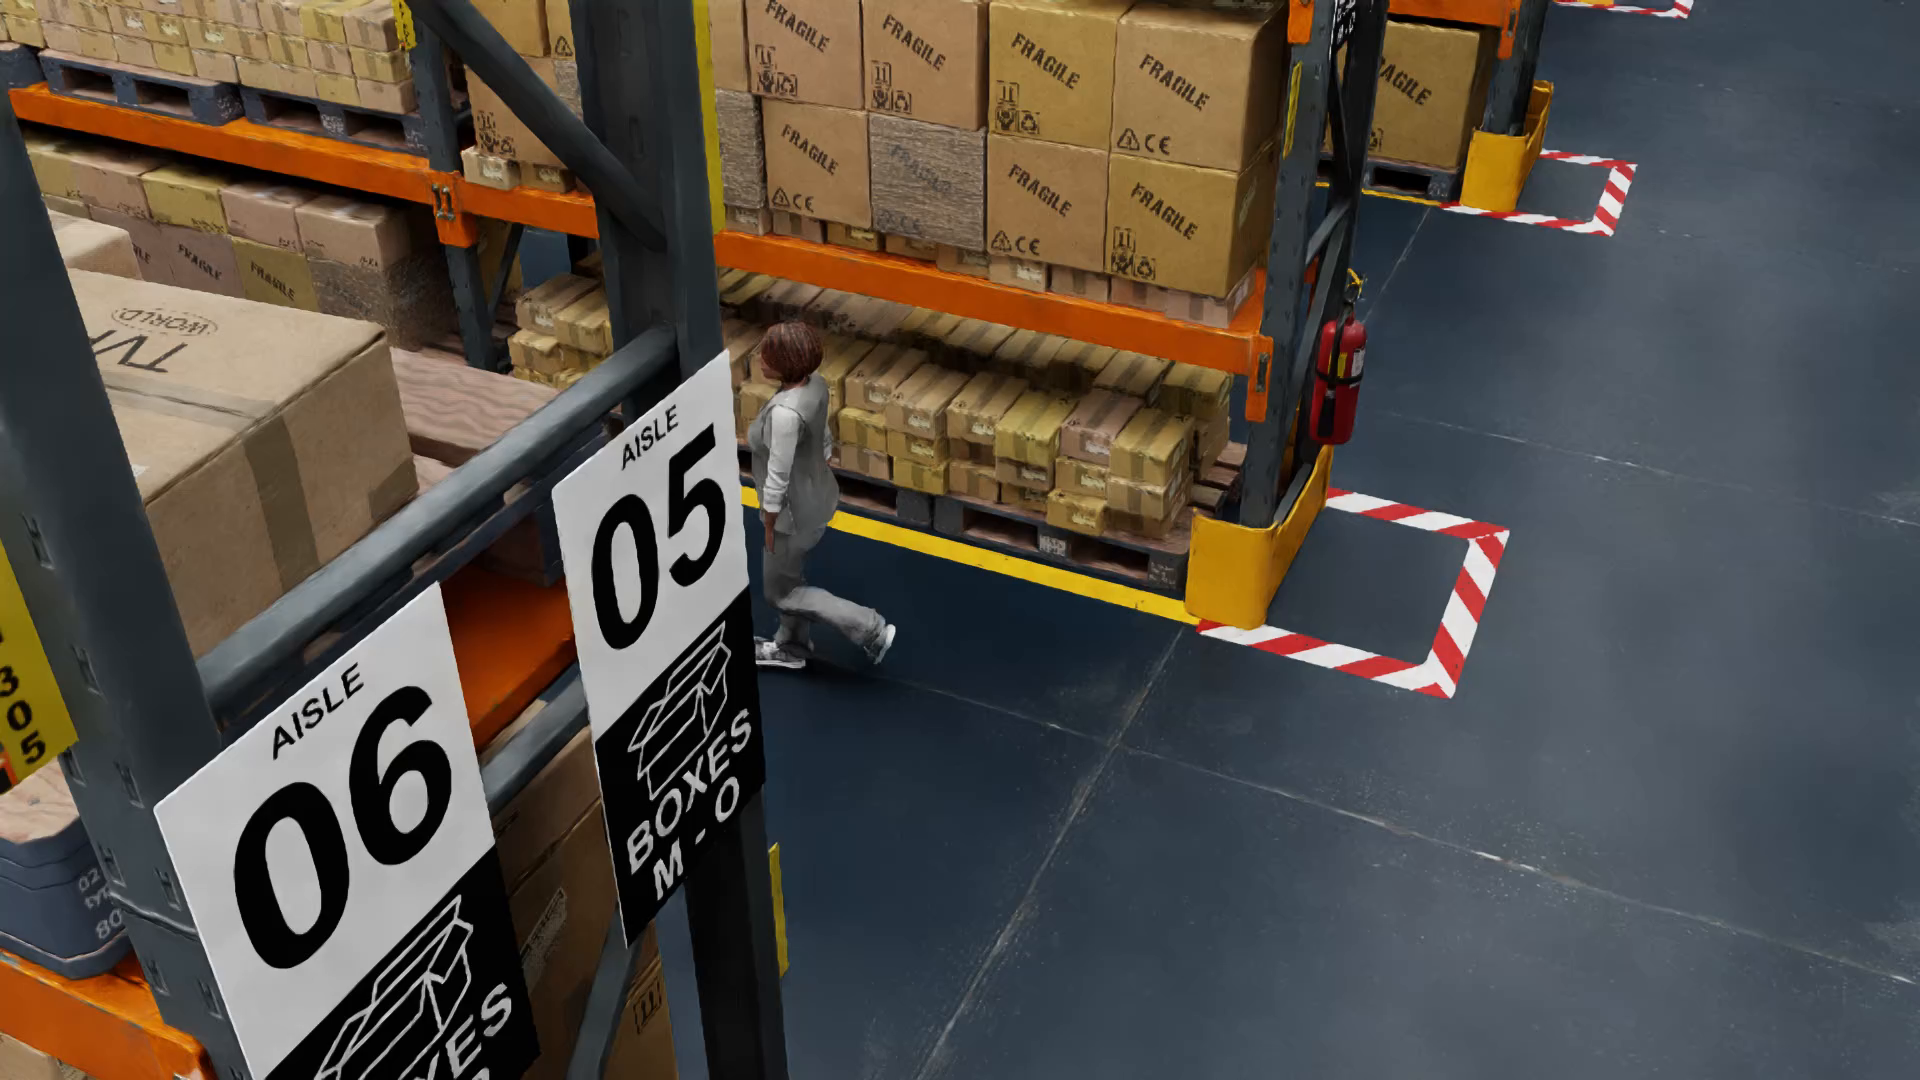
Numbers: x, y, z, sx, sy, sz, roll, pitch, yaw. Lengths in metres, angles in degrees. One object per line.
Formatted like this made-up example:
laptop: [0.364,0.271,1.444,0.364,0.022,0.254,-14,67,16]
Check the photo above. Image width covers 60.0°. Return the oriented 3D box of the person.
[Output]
person: [-0.568,-0.108,6.314,0.667,1.559,0.440,5,35,8]
